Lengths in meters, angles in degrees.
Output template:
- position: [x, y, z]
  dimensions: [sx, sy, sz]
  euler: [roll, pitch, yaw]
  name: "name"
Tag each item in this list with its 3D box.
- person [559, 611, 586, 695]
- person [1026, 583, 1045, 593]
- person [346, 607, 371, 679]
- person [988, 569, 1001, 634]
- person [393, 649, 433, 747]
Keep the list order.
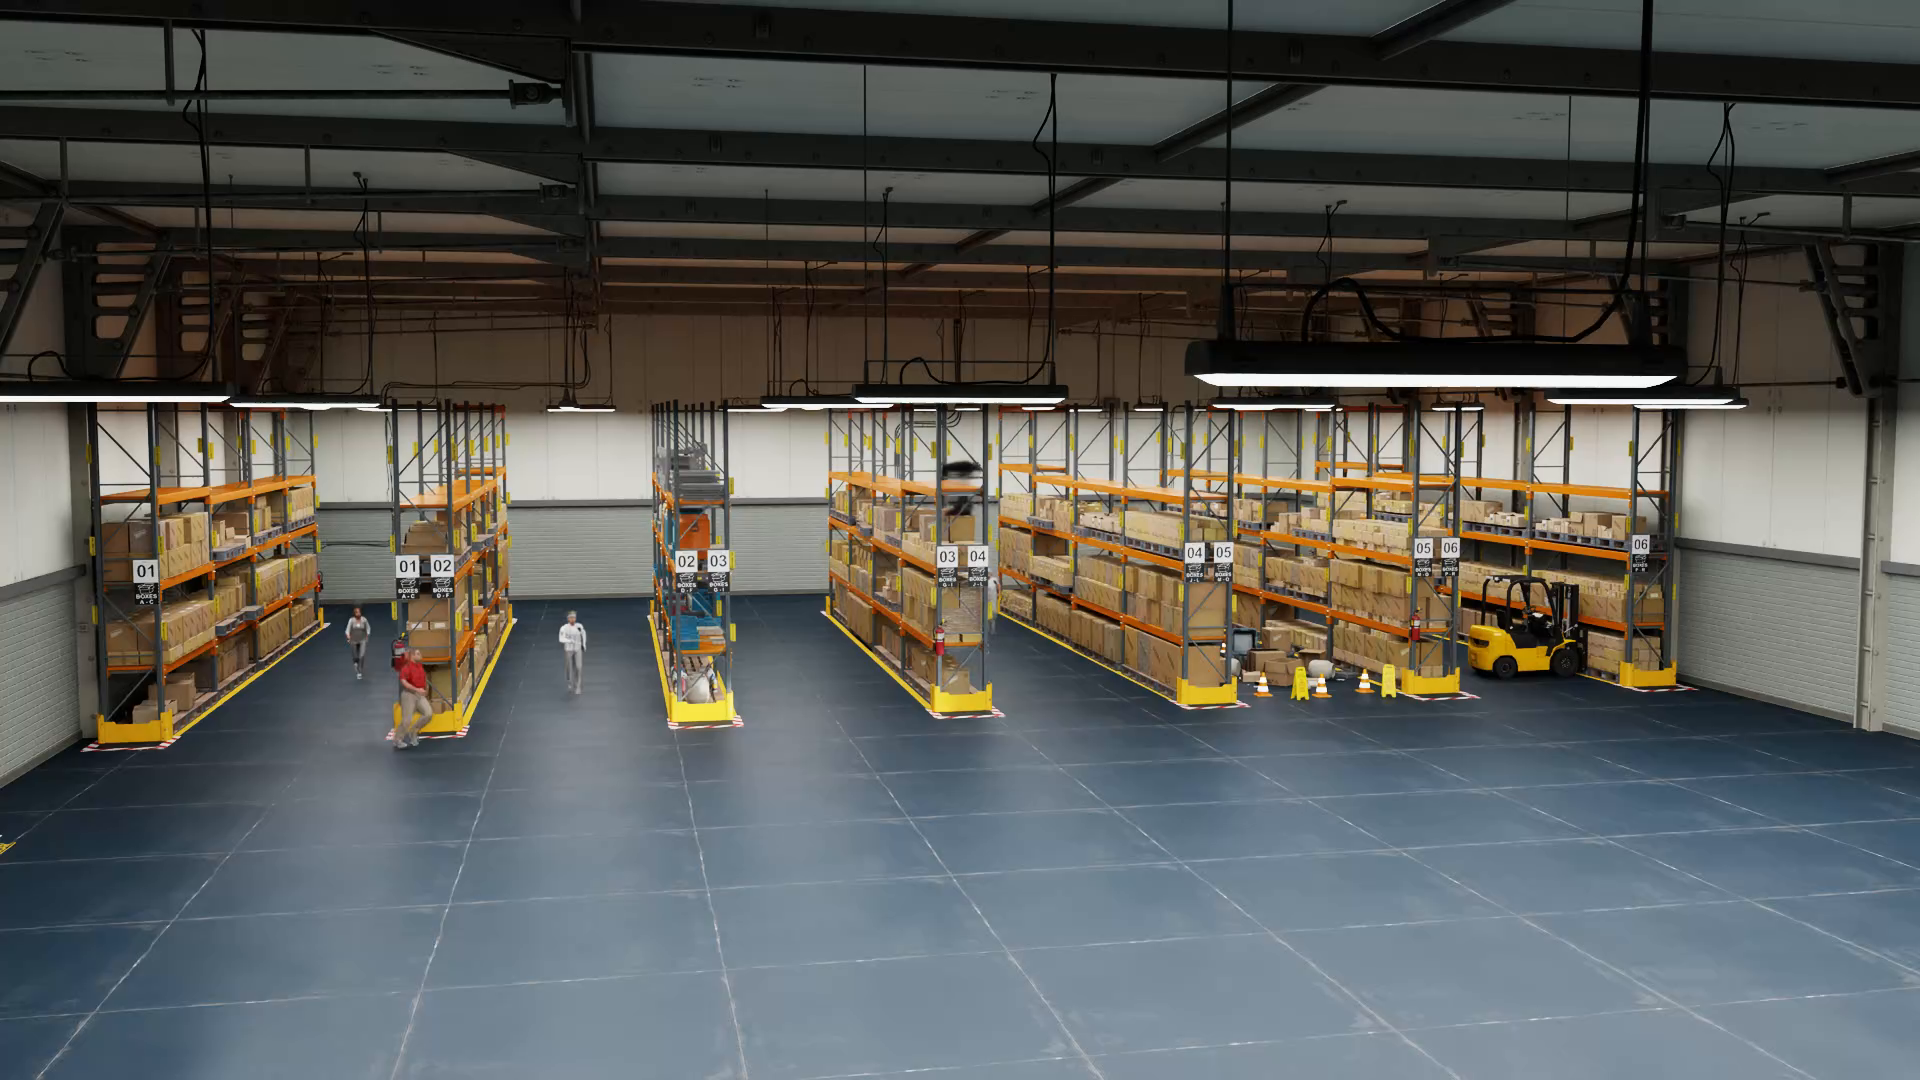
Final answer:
- position: [-7.953, 2.309, 34.172]
  dimensions: [0.555, 1.738, 0.812]
  euler: [-1, 5, -17]
  name: "person"
- position: [2.308, 1.130, 49.895]
  dimensions: [0.700, 1.688, 0.548]
  euler: [-2, 5, -21]
  name: "person"
- position: [-13.109, 2.235, 36.245]
  dimensions: [0.517, 1.545, 0.659]
  euler: [-1, 5, -19]
  name: "person"
- position: [0.775, 1.596, 43.854]
  dimensions: [0.612, 1.709, 0.901]
  euler: [0, 4, -6]
  name: "person"
- position: [-9.380, 2.717, 28.656]
  dimensions: [0.692, 1.689, 0.681]
  euler: [2, 5, 24]
  name: "person"
